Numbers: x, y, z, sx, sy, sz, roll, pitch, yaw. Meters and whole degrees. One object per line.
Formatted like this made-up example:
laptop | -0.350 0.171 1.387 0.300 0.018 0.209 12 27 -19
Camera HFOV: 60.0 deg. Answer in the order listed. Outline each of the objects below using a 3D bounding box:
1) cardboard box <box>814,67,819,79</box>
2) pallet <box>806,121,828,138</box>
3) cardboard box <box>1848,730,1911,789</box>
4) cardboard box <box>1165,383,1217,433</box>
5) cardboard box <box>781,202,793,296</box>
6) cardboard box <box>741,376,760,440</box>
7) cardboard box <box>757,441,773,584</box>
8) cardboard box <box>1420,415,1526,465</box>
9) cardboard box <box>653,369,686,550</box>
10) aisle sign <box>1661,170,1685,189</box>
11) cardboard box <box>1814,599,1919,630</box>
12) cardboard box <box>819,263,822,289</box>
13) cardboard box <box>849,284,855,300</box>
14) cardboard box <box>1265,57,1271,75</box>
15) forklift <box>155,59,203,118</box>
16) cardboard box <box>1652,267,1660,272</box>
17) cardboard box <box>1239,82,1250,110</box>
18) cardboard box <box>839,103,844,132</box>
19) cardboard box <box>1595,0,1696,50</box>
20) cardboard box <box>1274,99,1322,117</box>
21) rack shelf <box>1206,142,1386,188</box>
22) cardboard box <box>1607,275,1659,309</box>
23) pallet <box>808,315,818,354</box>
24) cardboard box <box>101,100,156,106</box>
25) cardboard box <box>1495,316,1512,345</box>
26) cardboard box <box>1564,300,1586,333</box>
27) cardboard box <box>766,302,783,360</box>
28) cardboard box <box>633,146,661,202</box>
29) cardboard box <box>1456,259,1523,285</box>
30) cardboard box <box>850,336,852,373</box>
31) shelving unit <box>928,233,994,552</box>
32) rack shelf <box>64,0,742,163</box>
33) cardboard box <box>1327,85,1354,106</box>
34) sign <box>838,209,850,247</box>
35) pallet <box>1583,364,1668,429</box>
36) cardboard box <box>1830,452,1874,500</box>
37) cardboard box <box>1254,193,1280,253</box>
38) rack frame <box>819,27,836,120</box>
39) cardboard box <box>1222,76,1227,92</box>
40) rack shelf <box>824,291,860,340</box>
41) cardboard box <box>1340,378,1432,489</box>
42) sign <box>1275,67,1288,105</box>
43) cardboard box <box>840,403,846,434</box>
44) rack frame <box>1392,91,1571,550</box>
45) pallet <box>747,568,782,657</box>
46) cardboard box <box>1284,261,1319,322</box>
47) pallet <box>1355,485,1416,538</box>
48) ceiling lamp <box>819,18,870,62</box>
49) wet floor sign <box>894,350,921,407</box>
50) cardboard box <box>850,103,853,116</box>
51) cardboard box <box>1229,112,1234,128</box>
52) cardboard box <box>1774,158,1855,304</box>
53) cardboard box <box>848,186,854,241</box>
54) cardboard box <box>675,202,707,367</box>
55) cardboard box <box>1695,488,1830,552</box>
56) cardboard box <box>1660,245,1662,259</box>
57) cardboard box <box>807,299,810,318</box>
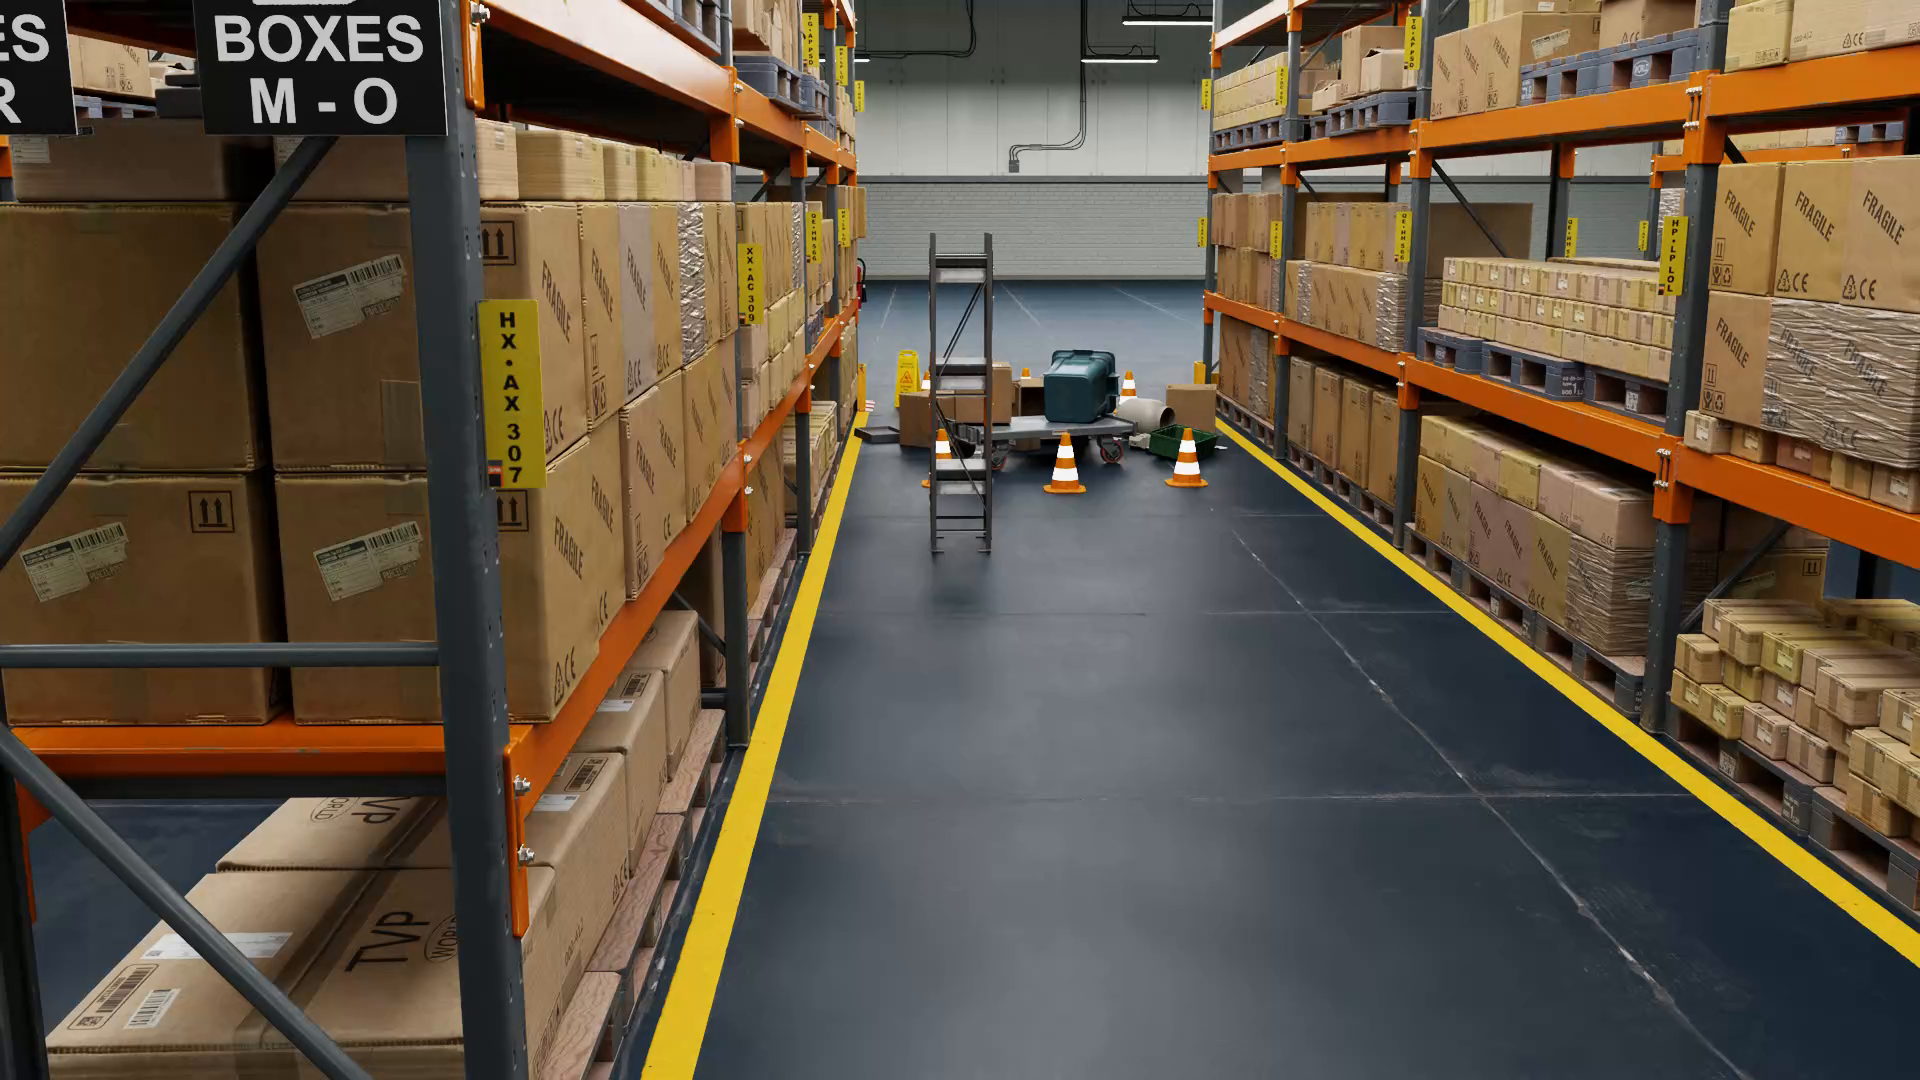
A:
cardboard box | -1.437 -3.905 13.783 0.500 0.250 0.500 0 11 0
pallet | -1.645 -3.221 12.821 1.213 0.211 1.003 0 11 -1
cardboard box | 3.286 0.753 5.667 0.380 0.149 0.250 0 11 -2
cardboard box | 2.313 -1.293 16.671 0.500 0.500 0.500 2 12 9
cardboard box | -1.199 -1.614 9.204 0.500 0.500 0.500 0 11 -1
cardboard box | -1.156 -0.597 7.336 0.500 0.250 0.500 -1 11 -2
cardboard box | -1.548 -0.227 9.421 0.875 0.875 0.875 0 11 0
cardboard box | 3.225 -0.628 10.455 0.500 0.250 0.500 -1 11 -4
cardboard box | -1.109 -0.234 4.916 0.500 0.500 0.500 0 11 1
aisle sign | 7.948 -4.293 18.640 0.394 0.787 0.004 0 11 -1
cardboard box | 3.804 0.347 6.923 0.380 0.149 0.250 0 11 0
cardboard box | -1.310 -2.177 12.689 0.500 0.500 0.500 -1 11 -3
cardboard box | -1.302 -2.619 17.556 0.380 0.149 0.250 0 11 0
cardboard box | 3.035 -4.377 15.364 0.380 0.149 0.250 0 11 -1
forklift | -3.092 -0.832 8.291 1.130 2.935 3.031 0 11 -1
cardboard box | 3.951 -1.388 8.934 0.380 0.149 0.250 0 11 1
cardboard box | 3.074 -4.407 16.516 0.500 0.250 0.500 0 11 -1
cardboard box | -1.332 -3.906 15.352 0.500 0.250 0.500 0 11 -2
cardboard box | 3.635 -2.657 8.250 0.797 0.503 0.637 0 11 -2
cardboard box | 3.043 -3.886 14.948 0.380 0.149 0.250 0 11 -1
rack shelf | 3.329 -3.728 16.656 1.077 0.370 4.000 0 11 -1
cardboard box | 3.323 -1.181 7.914 0.380 0.149 0.250 -1 11 -3
pallet | -1.615 -1.425 11.519 1.213 0.211 1.003 0 11 -1
cardboard box | -6.592 -3.534 13.215 0.380 0.149 0.250 0 11 -1
cardboard box | 3.287 -1.197 9.492 0.380 0.149 0.250 0 11 1
cardboard box | 3.307 -1.137 8.448 0.380 0.149 0.250 -1 11 -4
cardboard box | -1.161 -1.046 8.292 0.500 0.250 0.500 0 11 0
cardboard box | -1.049 -1.024 4.665 0.380 0.149 0.250 -1 11 -3
cardboard box | 3.277 -1.646 10.207 0.380 0.149 0.250 -1 11 -3
cardboard box | -1.364 -1.831 17.014 0.500 0.500 0.500 -1 11 -2
shelving unit | 0.003 -0.996 11.188 0.431 2.100 0.503 0 11 -1
rack shelf | -1.370 -1.302 4.698 1.077 0.370 4.000 0 11 -1
cardboard box | 3.140 -3.535 13.219 0.380 0.149 0.250 0 11 -1
sign | -1.021 -2.743 14.623 0.100 0.325 0.005 0 11 -1
pallet | 3.666 -0.681 7.855 1.003 0.211 1.213 0 11 -1
cardboard box | 3.292 -0.234 5.798 0.380 0.149 0.250 0 11 0
cardboard box | 3.270 -2.998 15.699 0.875 0.550 0.550 0 11 -1
rack frame | -1.576 -5.113 14.127 1.000 3.000 0.127 0 11 -1
cardboard box | 2.986 -4.832 17.608 0.380 0.149 0.250 0 11 -2
rack shelf | -1.618 -2.218 16.755 1.077 0.370 4.000 0 11 -1
cardboard box | 3.509 -0.816 12.640 1.050 0.750 0.750 0 11 0
sign | 2.816 -3.973 14.552 0.100 0.325 0.005 0 11 -1
cardboard box | -1.318 -1.149 15.539 0.500 0.250 0.500 -1 11 -4
rack frame | 3.453 -1.418 11.003 1.000 3.000 0.127 0 11 -1
pallet | -1.530 0.388 9.115 1.003 0.211 1.213 0 11 -1
cardboard box | 3.112 -2.156 14.392 0.500 0.500 0.500 0 11 -1
pallet | 3.512 -0.208 12.055 1.003 0.211 1.213 0 11 -1
ceiling lamp | -3.300 -13.820 42.366 2.000 3.185 0.800 0 11 -1
wet floor sign | -0.593 -1.856 19.085 0.267 0.644 0.232 4 12 18
cardboard box | -1.357 -4.639 17.965 0.380 0.149 0.250 0 11 -1
cardboard box | 2.996 -4.340 17.185 0.380 0.149 0.250 0 11 -1
cardboard box | 3.328 -1.114 5.990 0.500 0.500 0.500 -1 11 -3
cardboard box | -1.357 -3.047 15.521 0.700 0.500 0.500 0 11 -1
cardboard box | -1.103 -0.827 5.323 0.500 0.500 0.500 0 11 0
cardboard box | 3.785 -0.119 7.946 0.500 0.250 0.500 -1 11 -4
cardboard box | 8.233 -3.094 18.264 0.875 0.500 0.500 0 11 -1
cardboard box | -1.246 -1.636 11.656 0.380 0.149 0.250 -1 12 -5
